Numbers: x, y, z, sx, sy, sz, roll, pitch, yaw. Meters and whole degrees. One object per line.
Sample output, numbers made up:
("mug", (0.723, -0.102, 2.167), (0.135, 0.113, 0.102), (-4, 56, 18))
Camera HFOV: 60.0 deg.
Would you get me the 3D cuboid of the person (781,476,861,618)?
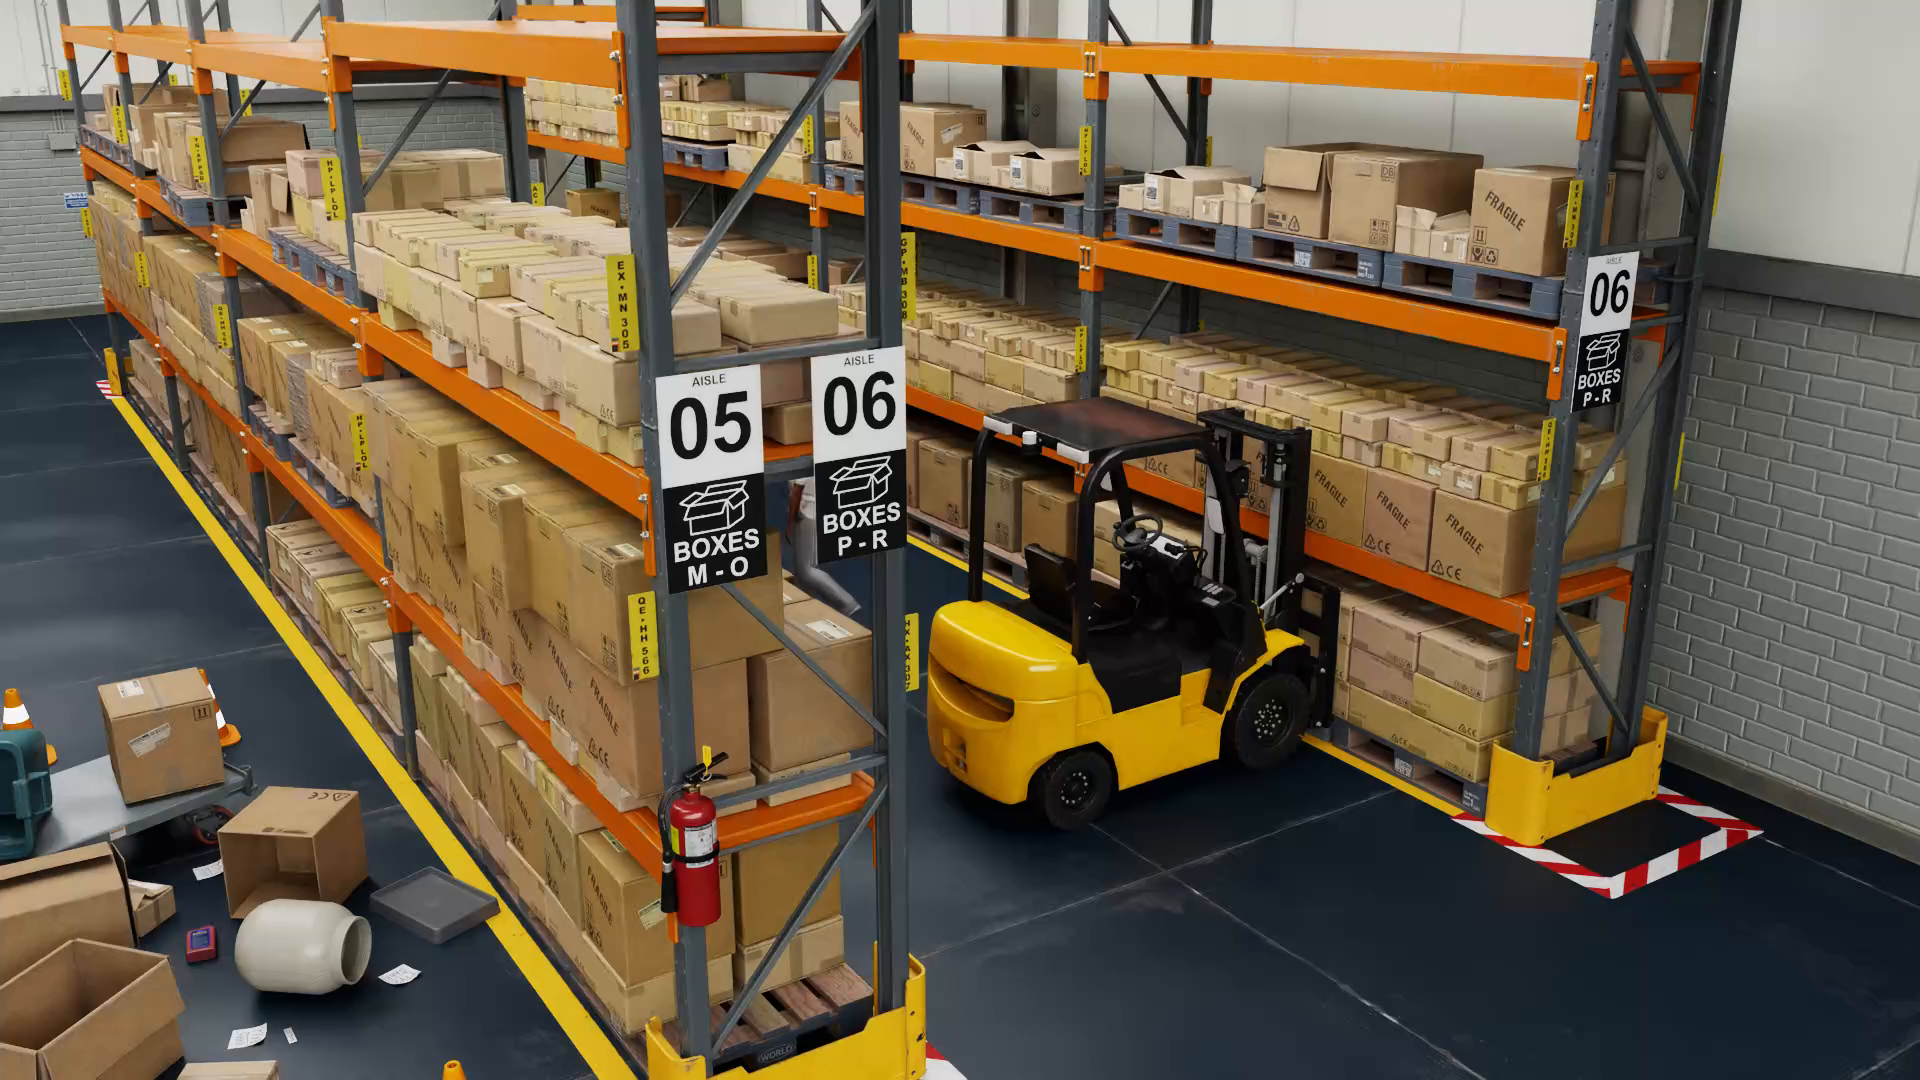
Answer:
("person", (-1.047, -0.155, 11.996), (0.792, 1.646, 0.471), (9, 20, 25))
